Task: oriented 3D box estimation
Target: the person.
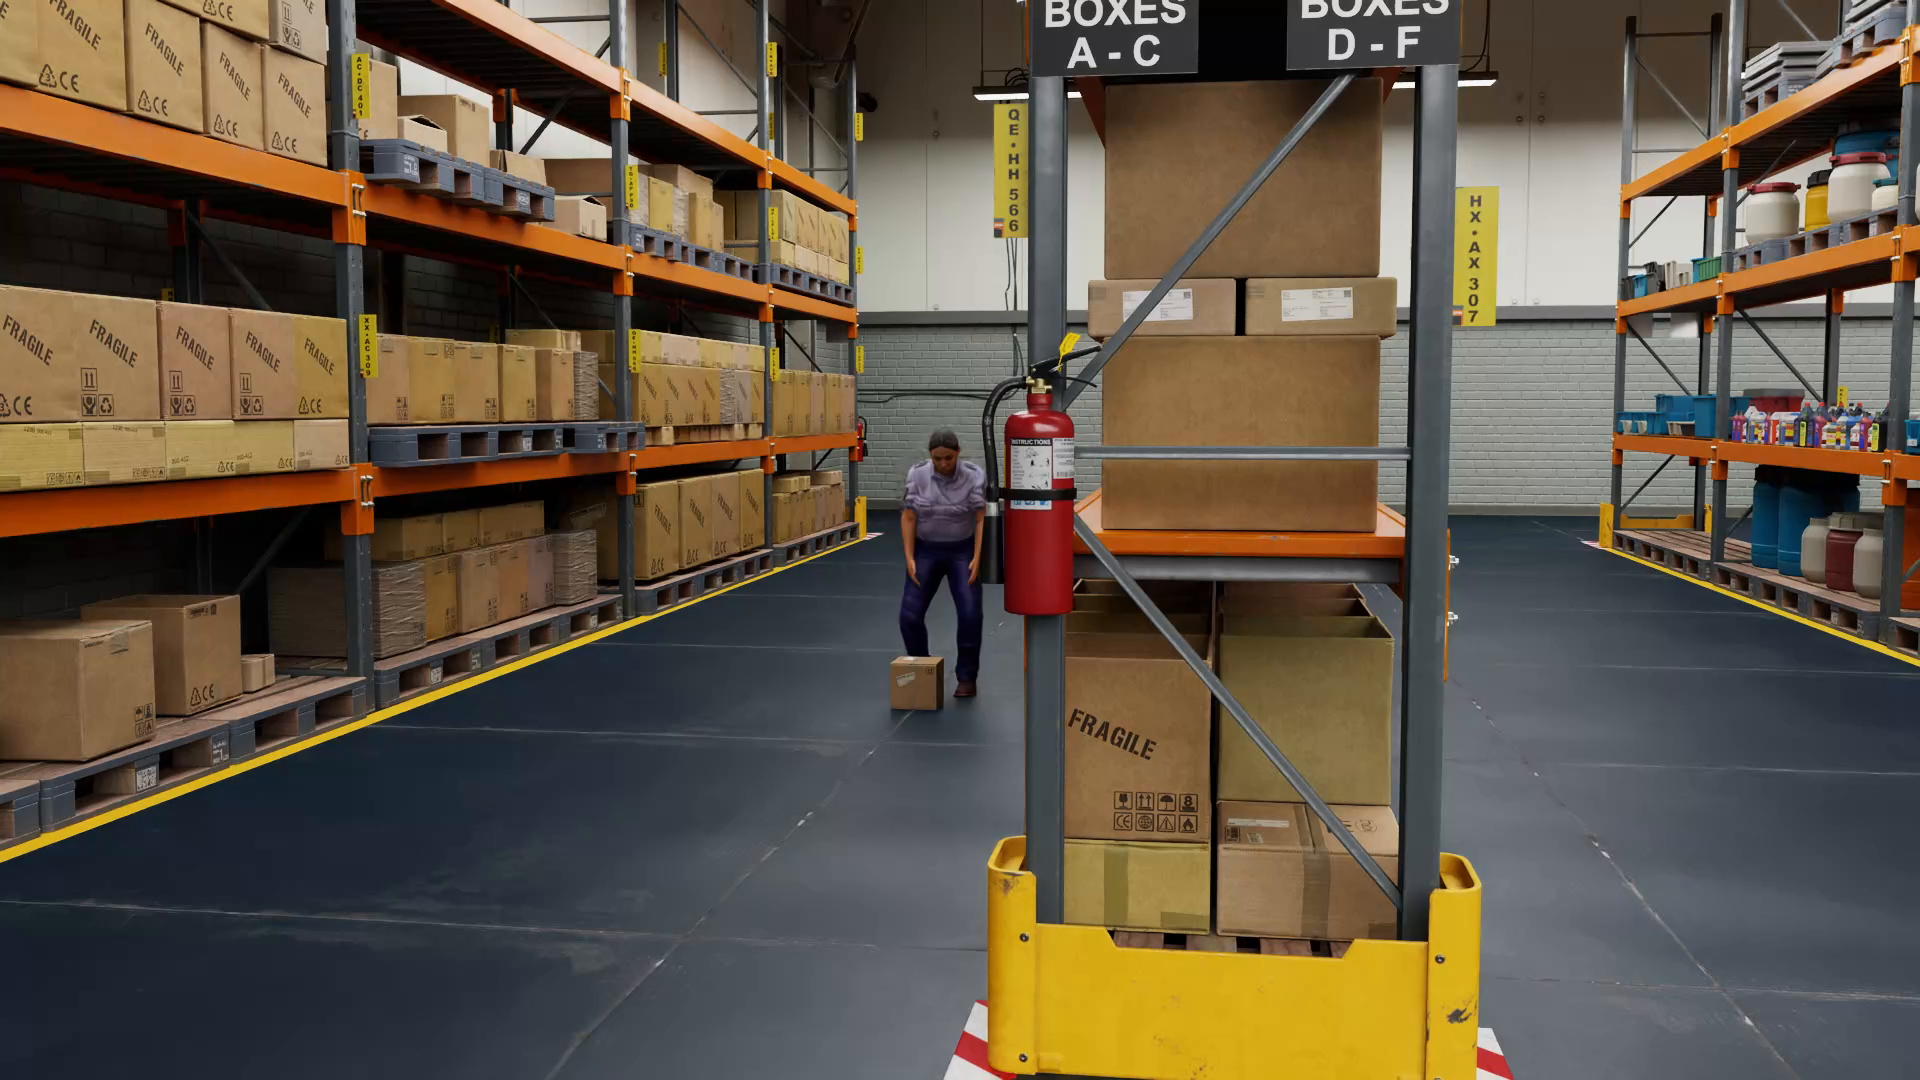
[{"bbox_3d":[-0.067,0.125,9.387,0.522,1.511,0.529,1,5,10],"label":"person"}]
